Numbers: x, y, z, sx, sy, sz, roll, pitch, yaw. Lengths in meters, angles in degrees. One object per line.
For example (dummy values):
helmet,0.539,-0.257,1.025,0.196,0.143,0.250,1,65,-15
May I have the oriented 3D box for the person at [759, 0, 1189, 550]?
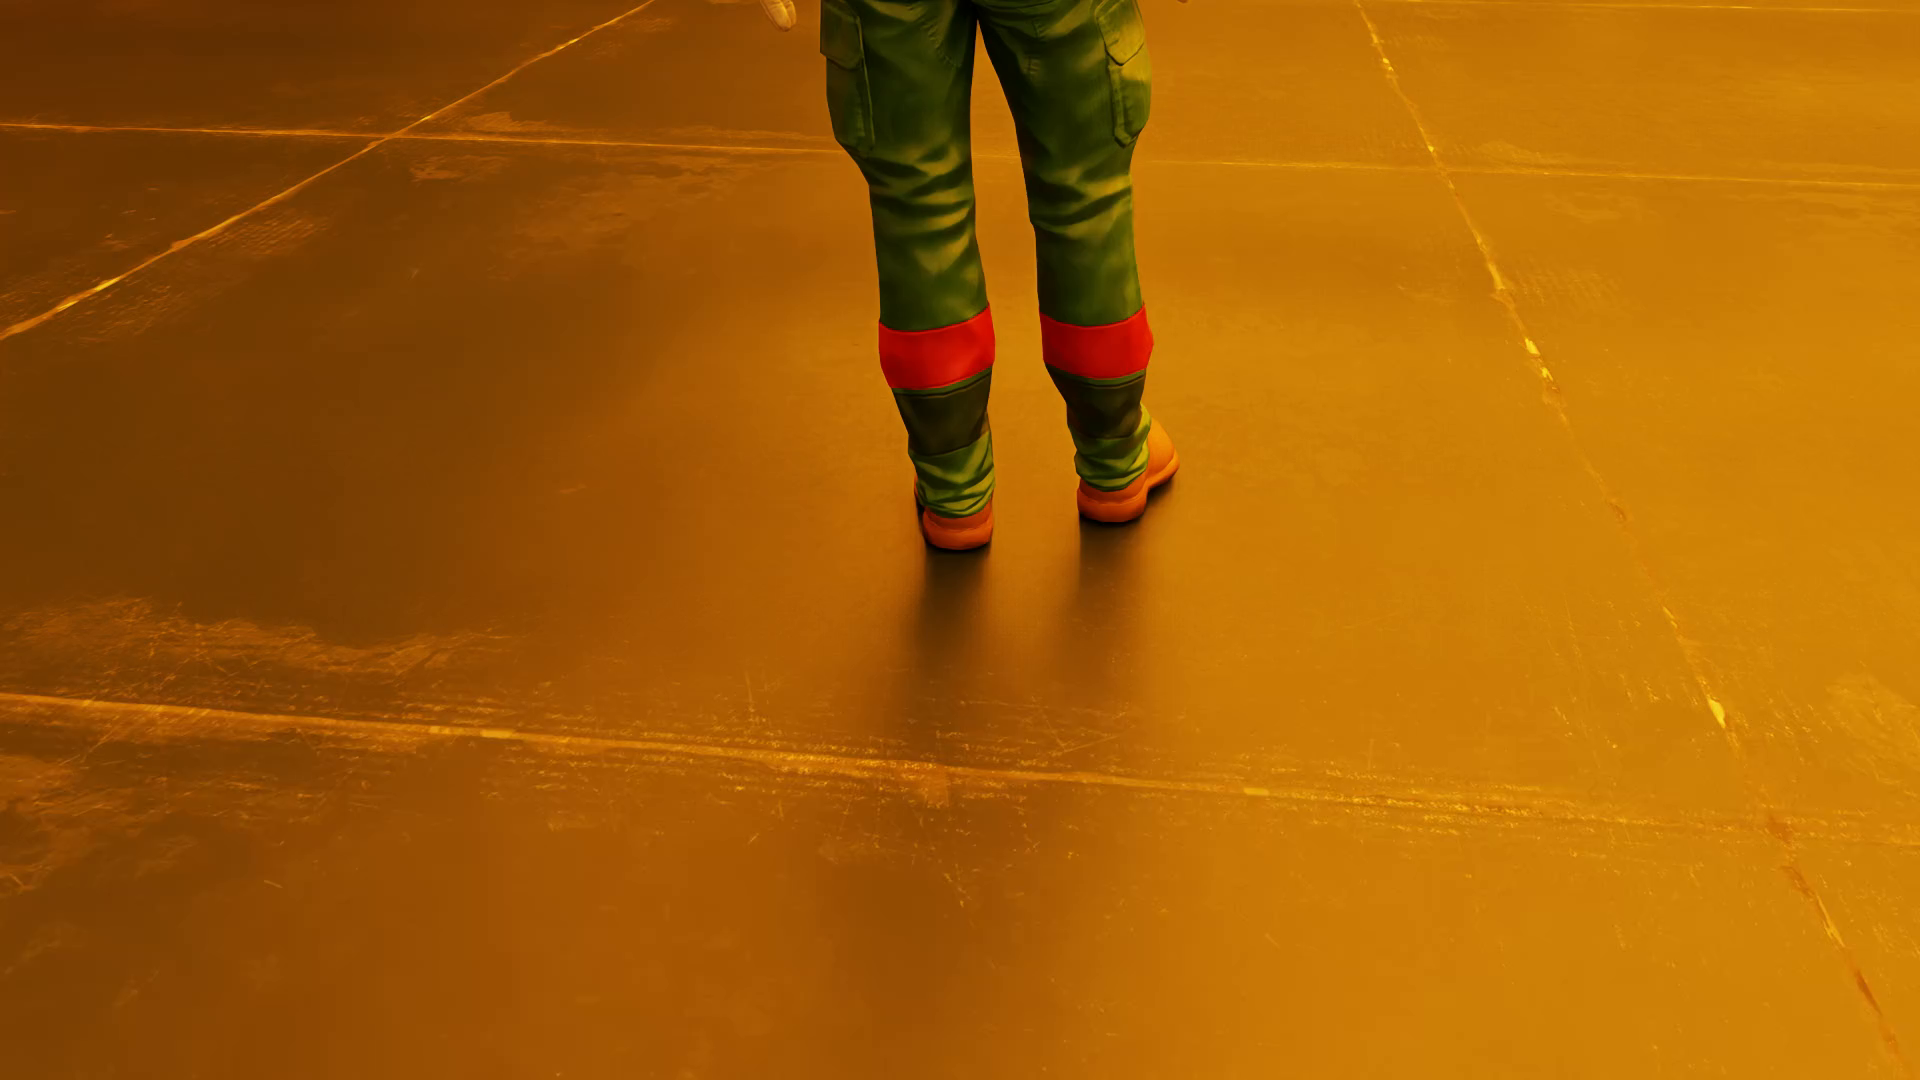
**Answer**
person,0.023,-0.840,2.168,0.637,1.782,0.564,3,27,7
